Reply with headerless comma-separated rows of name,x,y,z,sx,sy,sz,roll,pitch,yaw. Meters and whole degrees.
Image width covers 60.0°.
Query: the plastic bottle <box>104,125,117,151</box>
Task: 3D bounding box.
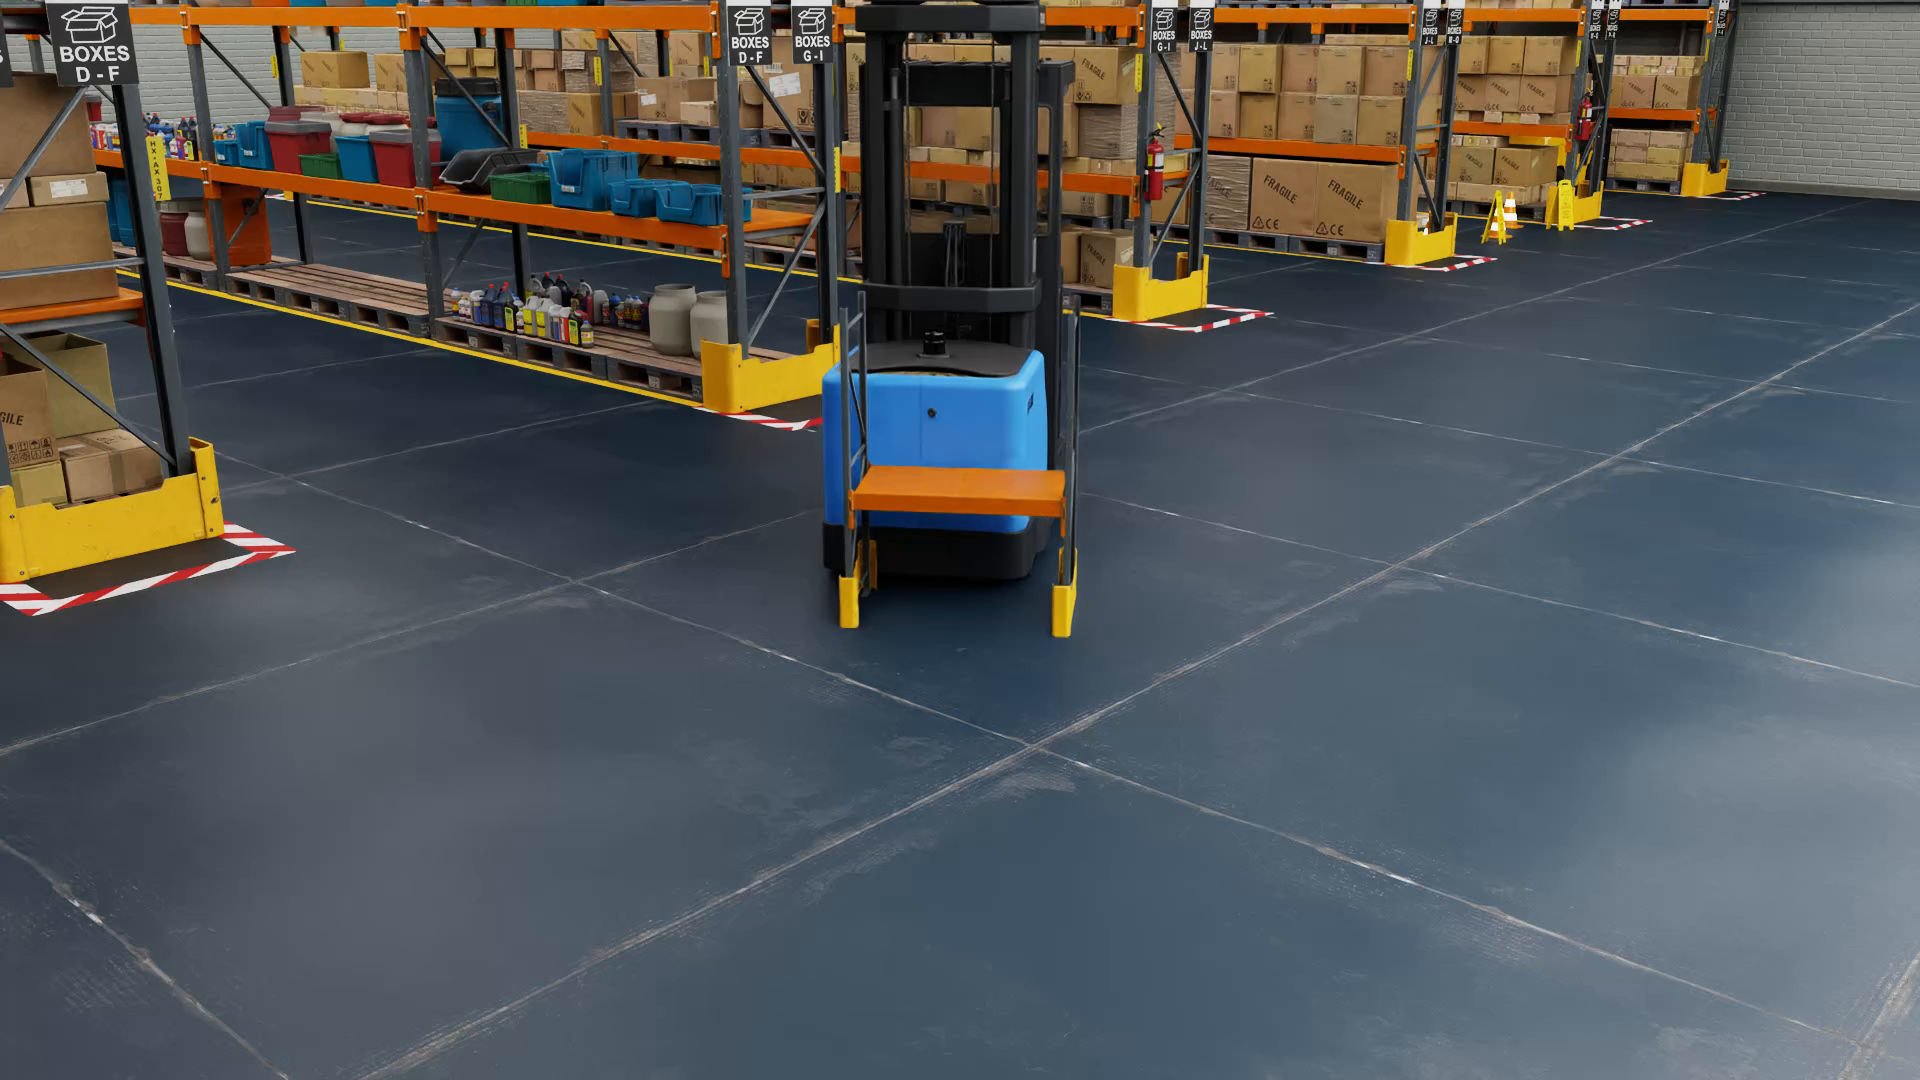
plastic bottle,-9.315,-4.432,18.323,0.135,0.276,0.152,15,23,39

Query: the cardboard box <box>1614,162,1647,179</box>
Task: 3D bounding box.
cardboard box,10.931,-5.994,26.892,0.500,0.250,0.500,15,23,39

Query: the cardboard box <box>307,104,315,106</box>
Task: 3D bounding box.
cardboard box,-9.548,-6.458,24.918,0.250,0.149,0.380,14,23,38

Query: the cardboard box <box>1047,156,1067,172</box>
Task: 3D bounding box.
cardboard box,1.054,-3.647,16.061,0.250,0.149,0.380,15,23,39

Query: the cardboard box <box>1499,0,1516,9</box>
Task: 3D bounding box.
cardboard box,7.585,-7.344,22.750,0.250,0.149,0.380,15,23,40

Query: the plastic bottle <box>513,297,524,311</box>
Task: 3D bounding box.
plastic bottle,-3.687,-1.891,13.894,0.097,0.271,0.097,0,18,0

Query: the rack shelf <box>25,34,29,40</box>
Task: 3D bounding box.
rack shelf,-11.770,-6.391,20.522,4.000,0.370,1.077,15,23,39

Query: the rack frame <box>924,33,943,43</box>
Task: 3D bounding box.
rack frame,-0.627,-6.322,24.073,0.127,3.000,1.000,15,23,39

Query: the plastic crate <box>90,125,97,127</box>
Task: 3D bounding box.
plastic crate,-10.528,-4.931,20.028,0.243,0.136,0.396,15,23,39

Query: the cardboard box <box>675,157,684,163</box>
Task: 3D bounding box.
cardboard box,-4.488,-6.201,27.219,0.250,0.149,0.380,14,22,37

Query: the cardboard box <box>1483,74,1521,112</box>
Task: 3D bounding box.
cardboard box,7.606,-6.194,23.012,0.500,0.500,0.500,15,23,39

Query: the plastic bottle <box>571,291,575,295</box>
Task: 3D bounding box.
plastic bottle,-3.325,-2.085,14.487,0.061,0.283,0.133,-17,24,-42

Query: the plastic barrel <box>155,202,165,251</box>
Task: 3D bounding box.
plastic barrel,-8.986,-3.528,18.689,0.421,0.512,0.421,0,18,0

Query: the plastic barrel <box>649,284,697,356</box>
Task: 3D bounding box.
plastic barrel,-2.217,-1.723,13.001,0.421,0.512,0.421,0,18,0

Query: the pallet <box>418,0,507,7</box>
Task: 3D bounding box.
pallet,-3.687,-4.513,13.728,1.003,0.211,1.213,15,23,39

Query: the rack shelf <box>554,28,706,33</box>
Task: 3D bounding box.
rack shelf,-5.115,-8.614,27.525,4.000,0.370,1.077,15,23,39

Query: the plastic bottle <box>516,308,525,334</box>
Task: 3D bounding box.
plastic bottle,-3.625,-1.816,13.775,0.097,0.201,0.097,0,18,0

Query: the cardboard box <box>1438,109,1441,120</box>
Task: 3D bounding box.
cardboard box,7.014,-6.074,23.708,0.250,0.149,0.380,15,23,39

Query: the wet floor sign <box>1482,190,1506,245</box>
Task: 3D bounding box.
wet floor sign,6.692,-4.036,20.762,0.232,0.644,0.267,11,20,30

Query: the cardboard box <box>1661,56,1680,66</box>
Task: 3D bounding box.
cardboard box,11.245,-7.545,26.198,0.250,0.149,0.380,15,23,39

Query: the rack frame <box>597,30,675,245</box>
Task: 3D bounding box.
rack frame,-3.995,-5.220,20.601,0.127,3.000,1.000,15,23,39

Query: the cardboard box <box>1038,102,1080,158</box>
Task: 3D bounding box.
cardboard box,1.142,-3.993,16.078,0.500,0.500,0.875,15,23,39

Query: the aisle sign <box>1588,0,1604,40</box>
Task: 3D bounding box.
aisle sign,8.420,-7.017,21.966,0.004,0.787,0.394,15,23,39

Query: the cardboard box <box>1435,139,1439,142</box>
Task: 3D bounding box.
cardboard box,6.959,-5.644,24.549,0.500,0.500,0.500,17,24,42

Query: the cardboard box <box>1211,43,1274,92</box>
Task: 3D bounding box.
cardboard box,3.419,-5.800,20.394,0.550,0.550,0.875,15,23,39

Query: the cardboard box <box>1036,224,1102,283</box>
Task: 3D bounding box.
cardboard box,1.063,-2.864,16.615,0.500,0.500,0.500,-11,21,-31

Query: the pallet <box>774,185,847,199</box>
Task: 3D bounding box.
pallet,-2.119,-5.395,25.763,1.213,0.211,1.003,15,23,39

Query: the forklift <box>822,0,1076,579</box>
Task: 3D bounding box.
forklift,0.045,-1.604,9.321,1.130,2.935,3.031,3,18,9

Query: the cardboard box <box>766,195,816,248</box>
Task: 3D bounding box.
cardboard box,-1.793,-3.663,19.101,0.500,0.500,0.700,15,23,39

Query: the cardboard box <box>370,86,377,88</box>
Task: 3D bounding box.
cardboard box,-8.680,-6.655,24.880,0.500,0.250,0.500,14,22,37

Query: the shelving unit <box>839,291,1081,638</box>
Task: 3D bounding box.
shelving unit,0.004,-0.369,7.793,1.083,1.500,0.587,2,18,7

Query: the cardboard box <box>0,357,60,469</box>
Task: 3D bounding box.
cardboard box,-5.189,-0.661,8.846,0.500,0.500,0.500,15,23,39

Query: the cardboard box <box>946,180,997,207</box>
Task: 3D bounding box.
cardboard box,0.425,-5.133,23.350,0.750,0.750,1.050,15,23,40

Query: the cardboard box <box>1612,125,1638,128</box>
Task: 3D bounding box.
cardboard box,10.881,-6.688,27.424,0.500,0.250,0.500,15,23,39

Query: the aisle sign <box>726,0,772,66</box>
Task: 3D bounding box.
aisle sign,-1.443,-3.651,11.359,0.004,0.787,0.394,15,23,39

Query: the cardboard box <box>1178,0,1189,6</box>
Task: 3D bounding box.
cardboard box,1.800,-5.127,15.598,0.500,0.250,0.500,16,24,41

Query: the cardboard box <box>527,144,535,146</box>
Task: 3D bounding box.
cardboard box,-5.826,-4.908,22.435,0.875,0.875,1.225,14,22,37

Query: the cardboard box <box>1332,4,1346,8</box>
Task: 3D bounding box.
cardboard box,5.646,-7.850,24.344,0.250,0.149,0.380,15,23,38

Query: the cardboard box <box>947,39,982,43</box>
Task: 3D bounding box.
cardboard box,0.128,-8.540,29.245,0.500,0.500,0.500,15,23,39

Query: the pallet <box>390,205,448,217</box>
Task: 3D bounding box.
pallet,-7.504,-4.865,24.091,1.213,0.211,1.003,15,23,39

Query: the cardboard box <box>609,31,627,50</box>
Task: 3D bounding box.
cardboard box,-5.695,-8.235,27.790,0.500,0.500,0.500,14,23,38

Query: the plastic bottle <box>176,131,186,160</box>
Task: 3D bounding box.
plastic bottle,-8.041,-4.075,17.186,0.133,0.283,0.061,15,23,39

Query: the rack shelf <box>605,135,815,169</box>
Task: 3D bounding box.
rack shelf,-2.499,-4.476,19.445,4.000,0.370,1.077,15,23,39

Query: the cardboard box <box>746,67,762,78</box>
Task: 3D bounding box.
cardboard box,-3.042,-7.149,25.416,0.250,0.149,0.380,15,23,39

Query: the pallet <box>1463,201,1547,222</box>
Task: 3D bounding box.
pallet,7.925,-4.713,23.614,1.213,0.211,1.003,15,23,39

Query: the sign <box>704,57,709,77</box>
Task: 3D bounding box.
sign,-3.974,-7.413,26.082,0.005,0.325,0.100,15,23,39

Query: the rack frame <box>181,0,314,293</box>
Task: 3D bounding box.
rack frame,-7.283,-4.100,17.071,0.127,3.000,1.000,15,23,39

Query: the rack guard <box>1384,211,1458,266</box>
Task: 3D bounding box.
rack guard,5.374,-3.520,19.375,0.348,0.500,1.175,15,23,39

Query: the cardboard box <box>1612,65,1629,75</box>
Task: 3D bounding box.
cardboard box,10.640,-7.549,26.701,0.250,0.149,0.380,14,22,38

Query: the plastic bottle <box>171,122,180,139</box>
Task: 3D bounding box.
plastic bottle,-8.841,-4.589,18.819,0.135,0.276,0.152,15,23,39

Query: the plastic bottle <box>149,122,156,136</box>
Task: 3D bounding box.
plastic bottle,-9.184,-4.629,18.951,0.097,0.271,0.097,0,18,0

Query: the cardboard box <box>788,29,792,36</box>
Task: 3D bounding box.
cardboard box,-3.076,-9.732,31.926,0.250,0.149,0.380,16,23,41

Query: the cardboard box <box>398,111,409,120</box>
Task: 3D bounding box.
cardboard box,-7.626,-5.942,23.293,0.250,0.149,0.380,16,23,40

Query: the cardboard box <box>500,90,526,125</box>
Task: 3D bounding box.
cardboard box,-5.668,-5.618,21.690,0.500,0.500,0.500,16,23,40

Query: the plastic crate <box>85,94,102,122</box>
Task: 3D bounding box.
plastic crate,-10.776,-5.198,20.326,0.583,0.464,0.402,15,23,39

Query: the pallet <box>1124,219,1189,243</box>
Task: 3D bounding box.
pallet,2.881,-4.019,21.428,1.213,0.211,1.003,15,23,39
